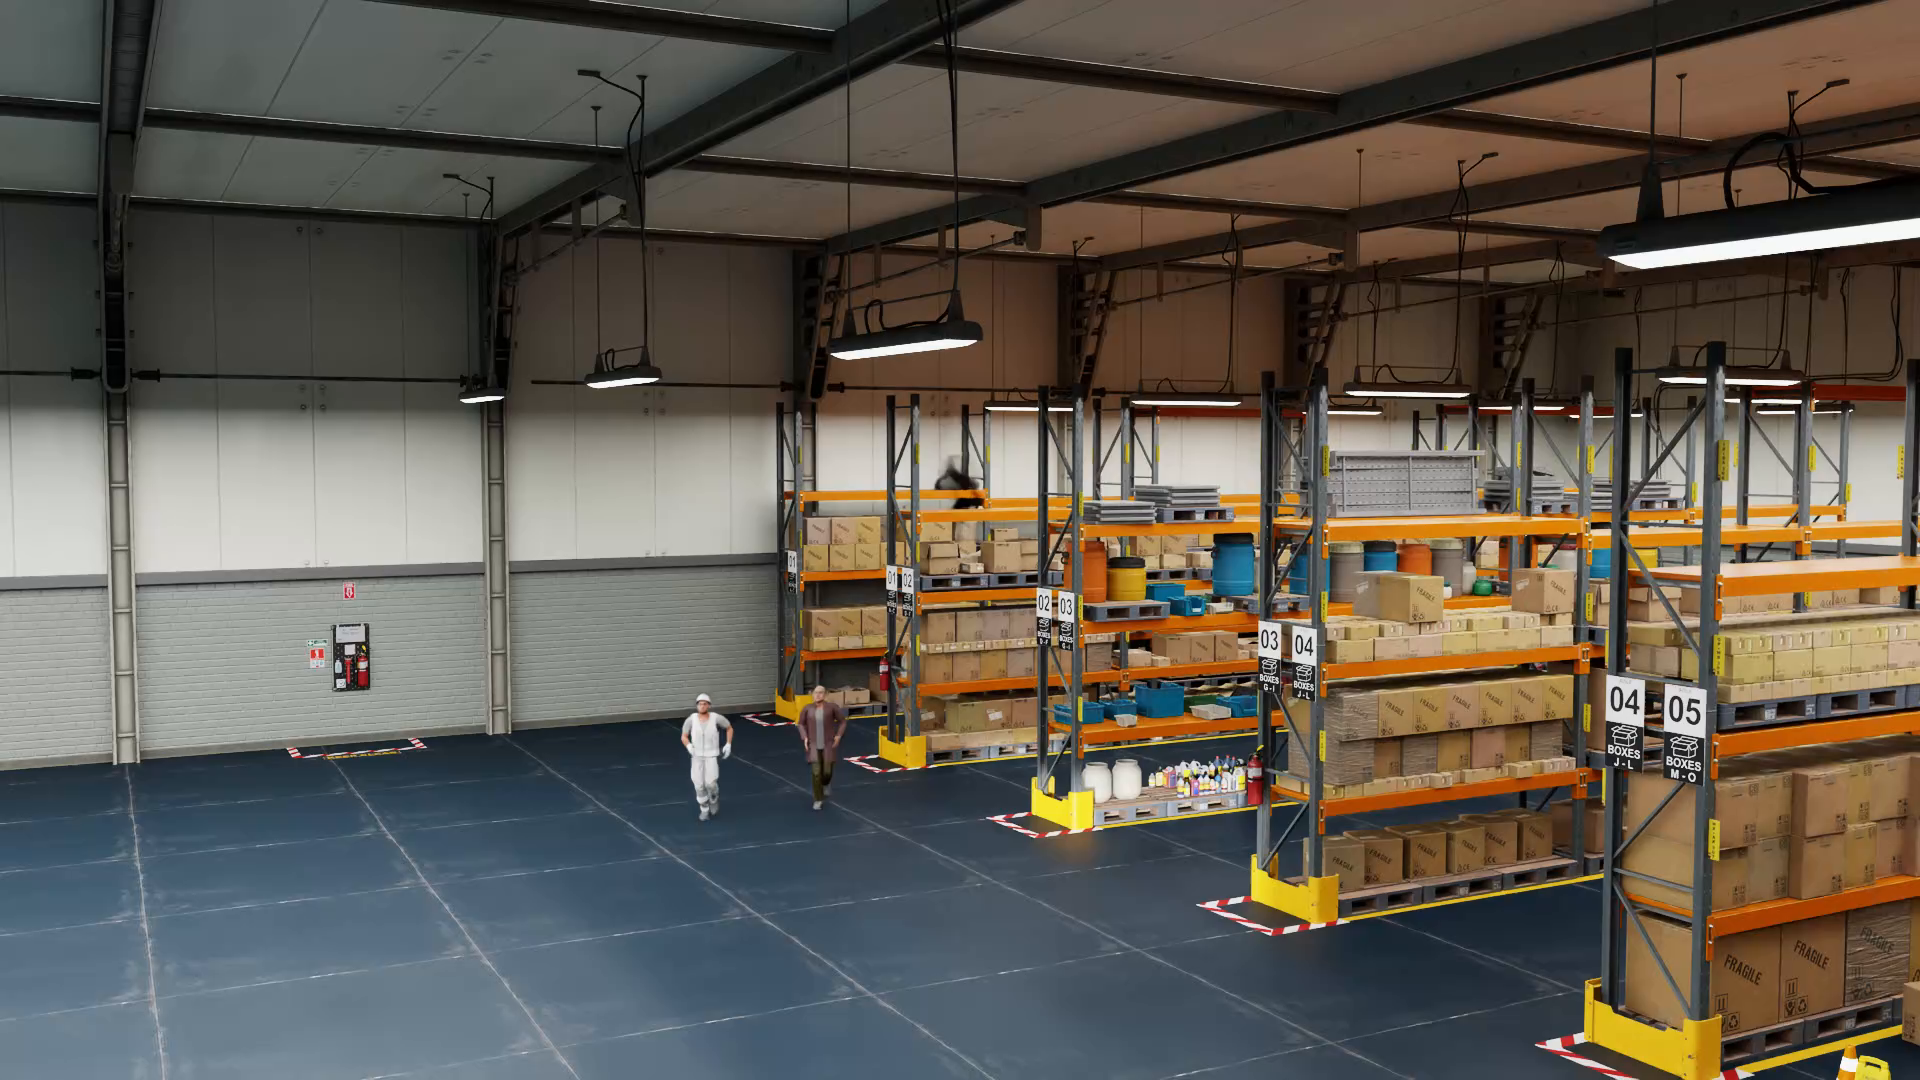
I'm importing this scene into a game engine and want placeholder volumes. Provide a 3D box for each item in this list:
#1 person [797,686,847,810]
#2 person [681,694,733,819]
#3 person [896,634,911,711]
[{"bbox_3d":[-1.990,2.954,23.854,0.708,1.746,0.628,0,3,1],"label":"person"},{"bbox_3d":[-3.497,2.993,22.891,0.693,1.748,0.594,0,3,-1],"label":"person"},{"bbox_3d":[-0.892,2.508,29.275,0.552,1.731,0.672,-2,4,-31],"label":"person"}]
